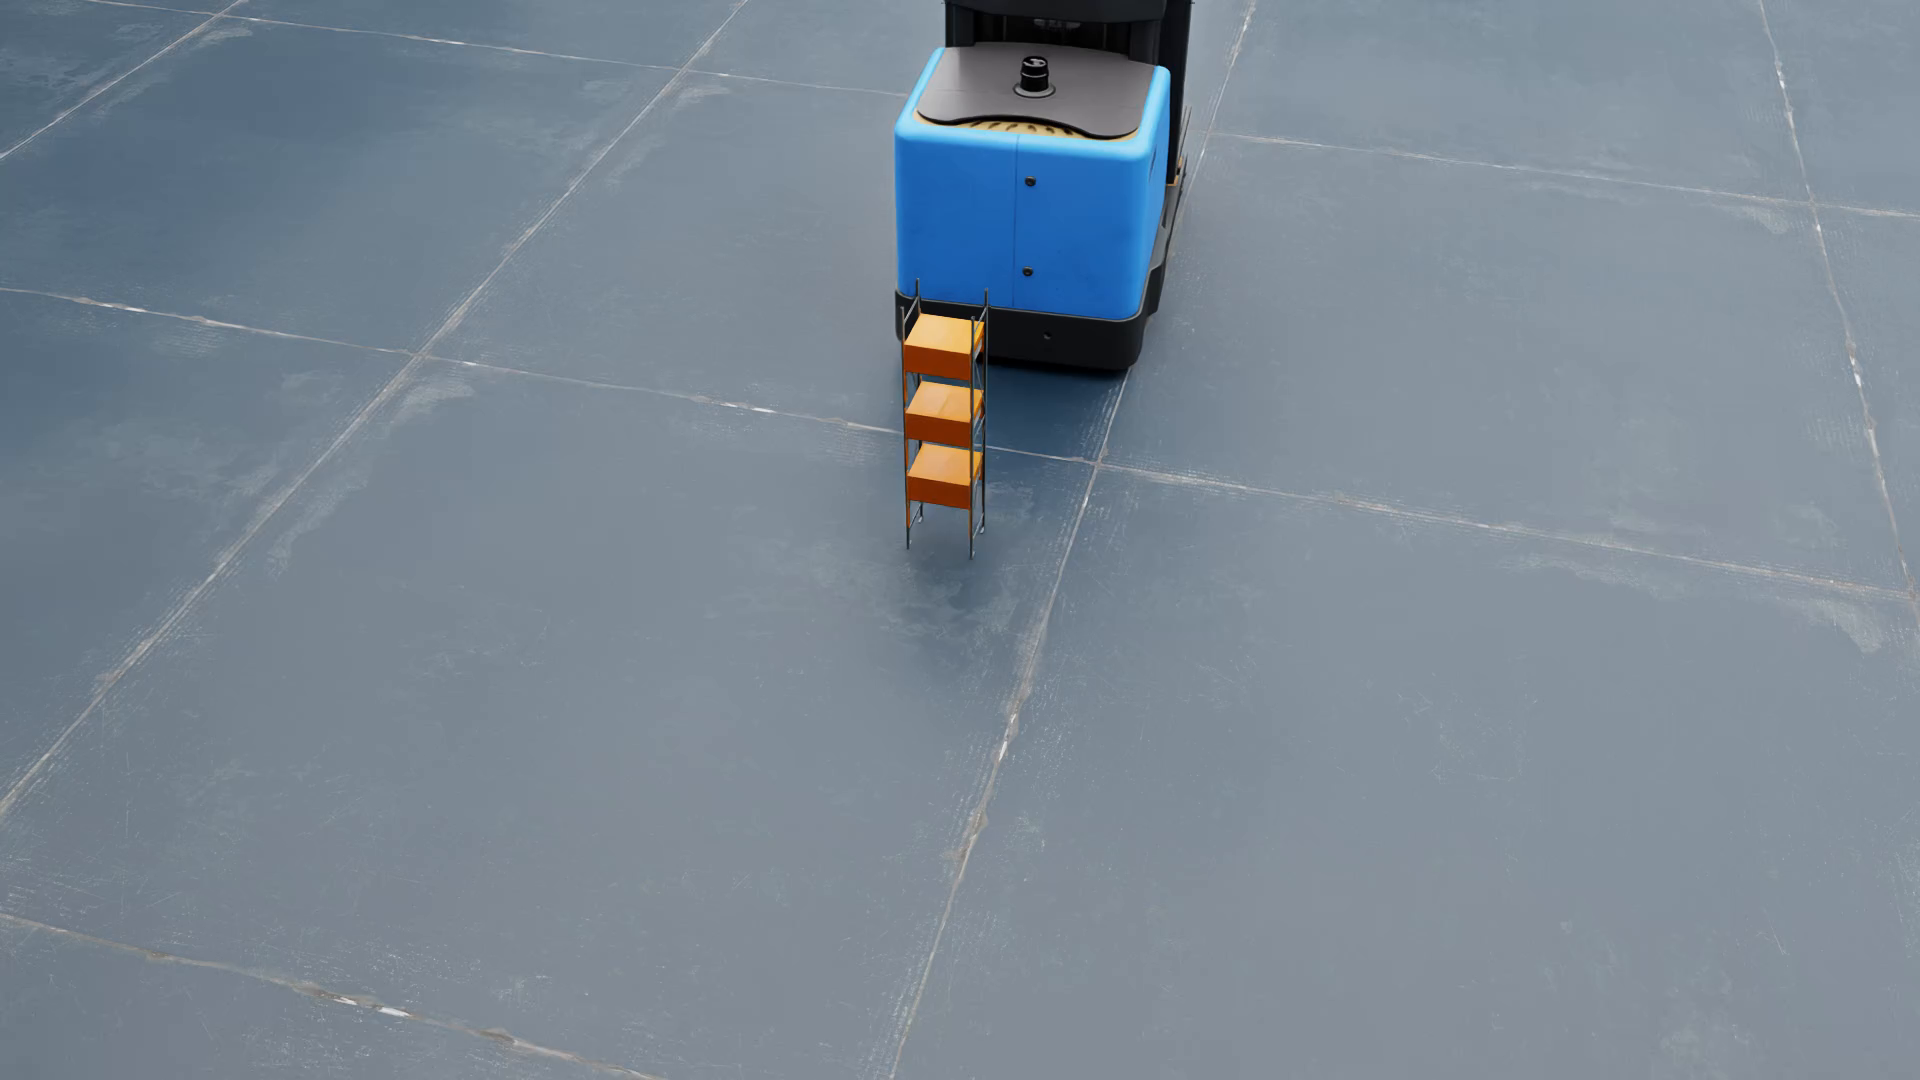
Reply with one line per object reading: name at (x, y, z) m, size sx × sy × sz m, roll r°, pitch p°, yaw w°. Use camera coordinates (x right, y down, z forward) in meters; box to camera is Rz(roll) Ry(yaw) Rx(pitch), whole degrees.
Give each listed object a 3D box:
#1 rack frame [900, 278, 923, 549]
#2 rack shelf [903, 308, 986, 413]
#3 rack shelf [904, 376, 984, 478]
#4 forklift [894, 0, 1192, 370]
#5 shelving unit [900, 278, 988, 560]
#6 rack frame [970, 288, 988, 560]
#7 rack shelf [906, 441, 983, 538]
rack frame at (-0.170, -0.431, 5.947) m, size 0.008 × 1.050 × 0.200 m, roll 10°, pitch 41°, yaw 11°
rack shelf at (-0.052, -0.620, 5.747) m, size 0.240 × 0.259 × 0.215 m, roll 10°, pitch 41°, yaw 11°
rack shelf at (-0.052, -0.403, 5.930) m, size 0.240 × 0.259 × 0.215 m, roll 10°, pitch 41°, yaw 11°
forklift at (0.525, -2.791, 7.294) m, size 1.130 × 2.935 × 3.031 m, roll 8°, pitch 41°, yaw 9°
shelving unit at (-0.052, -0.411, 5.923) m, size 0.252 × 1.050 × 0.215 m, roll 10°, pitch 41°, yaw 11°
rack frame at (0.066, -0.391, 5.899) m, size 0.008 × 1.050 × 0.200 m, roll 10°, pitch 41°, yaw 11°
rack shelf at (-0.052, -0.190, 6.109) m, size 0.240 × 0.259 × 0.215 m, roll 10°, pitch 41°, yaw 11°
